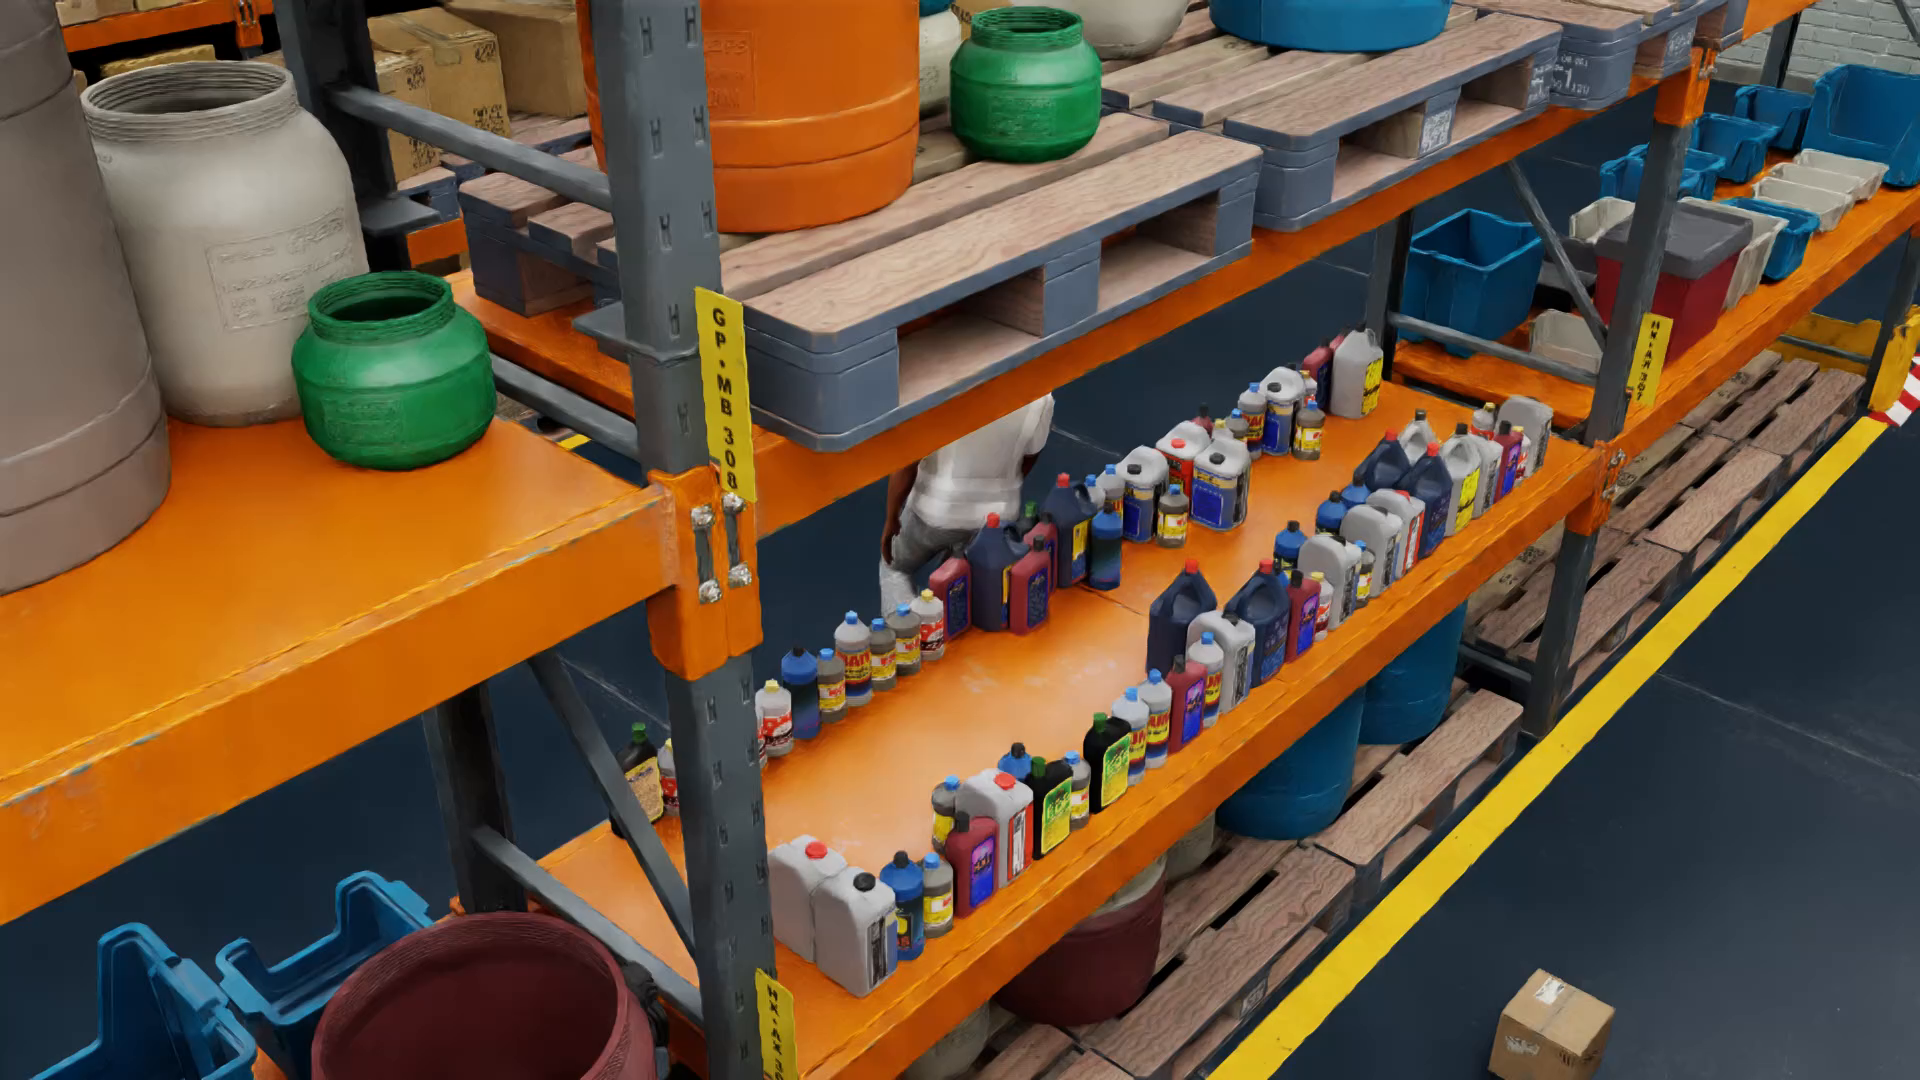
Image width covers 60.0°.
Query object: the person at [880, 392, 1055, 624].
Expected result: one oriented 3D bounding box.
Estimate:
[{"bbox_3d":[-0.037,-0.107,6.290,0.751,1.735,0.485,-9,32,-15],"label":"person"}]
